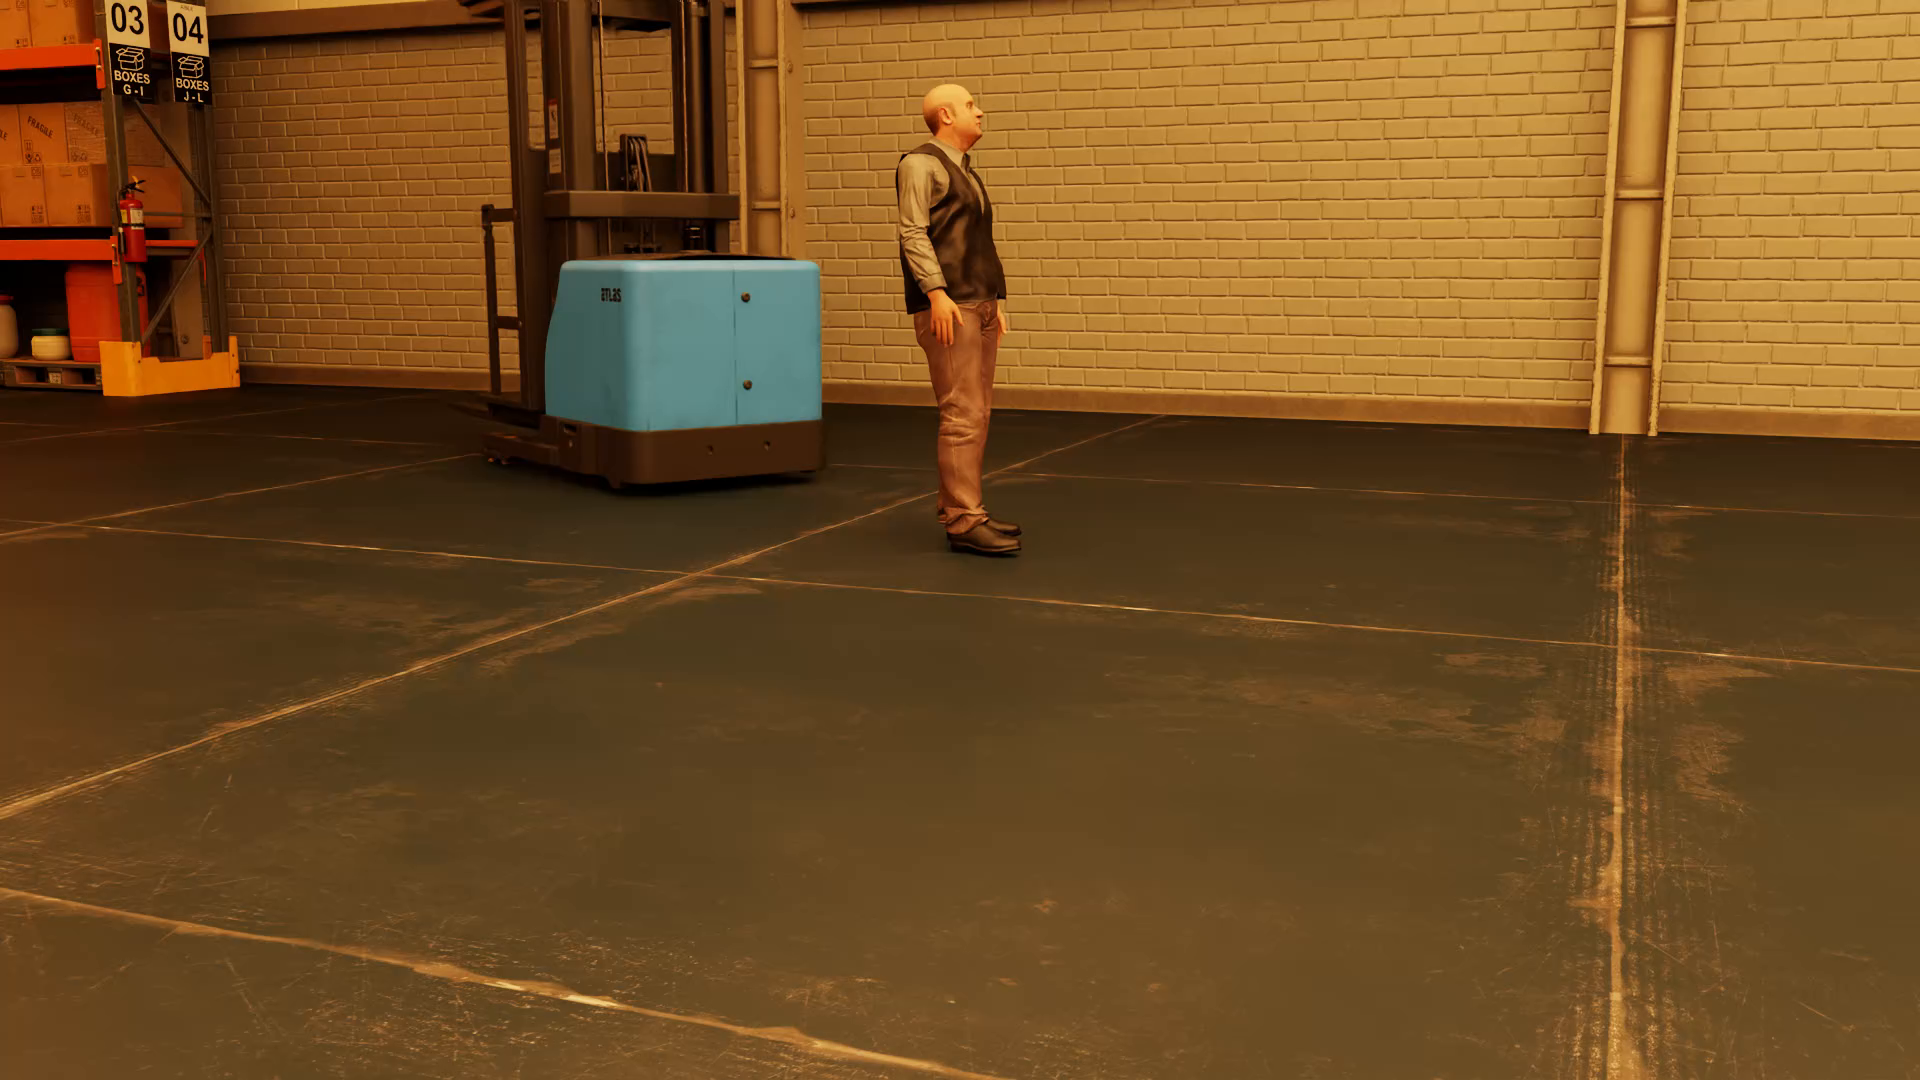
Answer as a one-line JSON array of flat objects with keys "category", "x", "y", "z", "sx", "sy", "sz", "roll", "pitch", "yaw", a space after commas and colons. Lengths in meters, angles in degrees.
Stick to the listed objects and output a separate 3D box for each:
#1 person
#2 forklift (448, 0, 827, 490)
[{"category": "person", "x": 0.054, "y": -0.851, "z": 6.310, "sx": 0.568, "sy": 1.720, "sz": 0.632, "roll": 4, "pitch": 10, "yaw": 21}, {"category": "forklift", "x": -1.924, "y": -1.877, "z": 8.787, "sx": 1.130, "sy": 2.935, "sz": 3.031, "roll": -7, "pitch": 12, "yaw": -35}]
